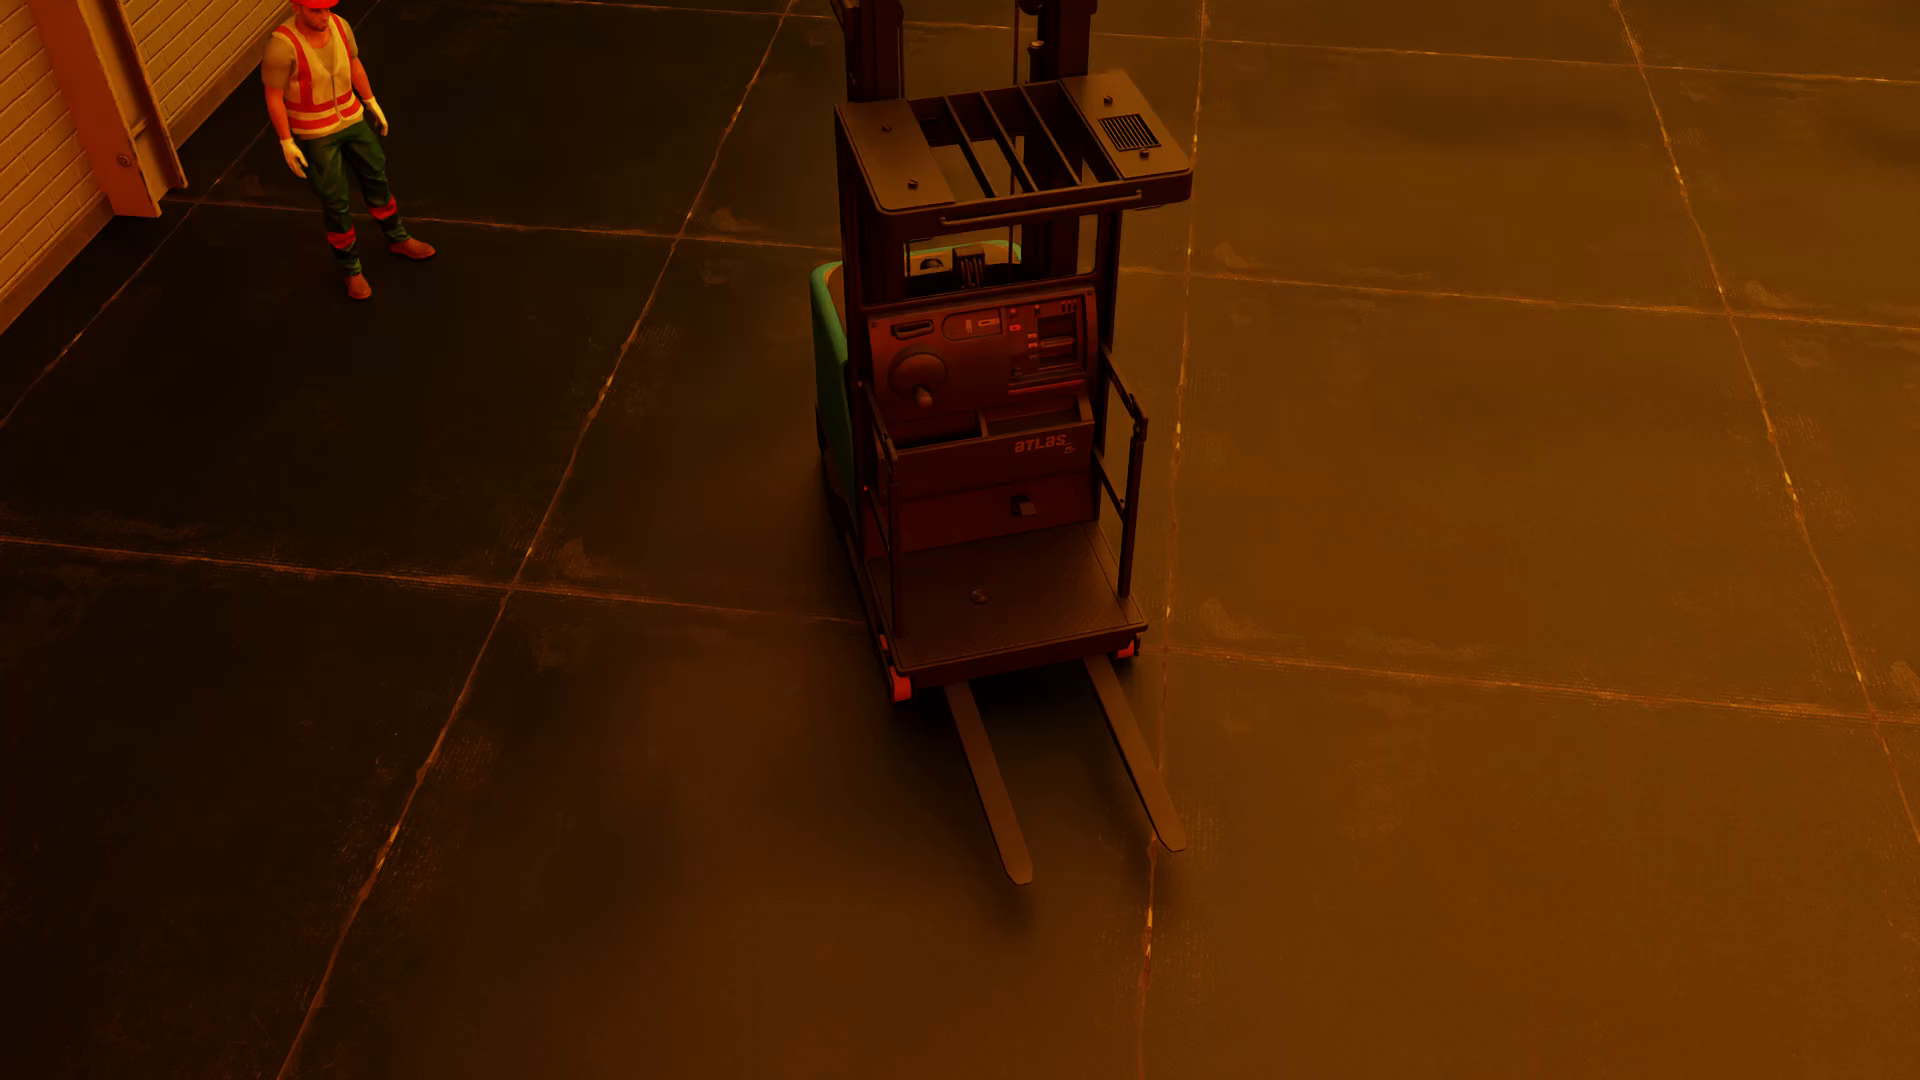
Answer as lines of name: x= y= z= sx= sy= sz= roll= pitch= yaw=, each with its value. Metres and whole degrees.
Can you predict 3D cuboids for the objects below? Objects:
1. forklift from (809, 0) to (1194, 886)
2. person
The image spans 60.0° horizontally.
forklift: x=0.153 y=-0.681 z=6.465 sx=1.130 sy=2.935 sz=3.031 roll=-10 pitch=44 yaw=-11
person: x=-3.367 y=-2.208 z=8.980 sx=0.459 sy=1.780 sz=0.657 roll=26 pitch=49 yaw=25
